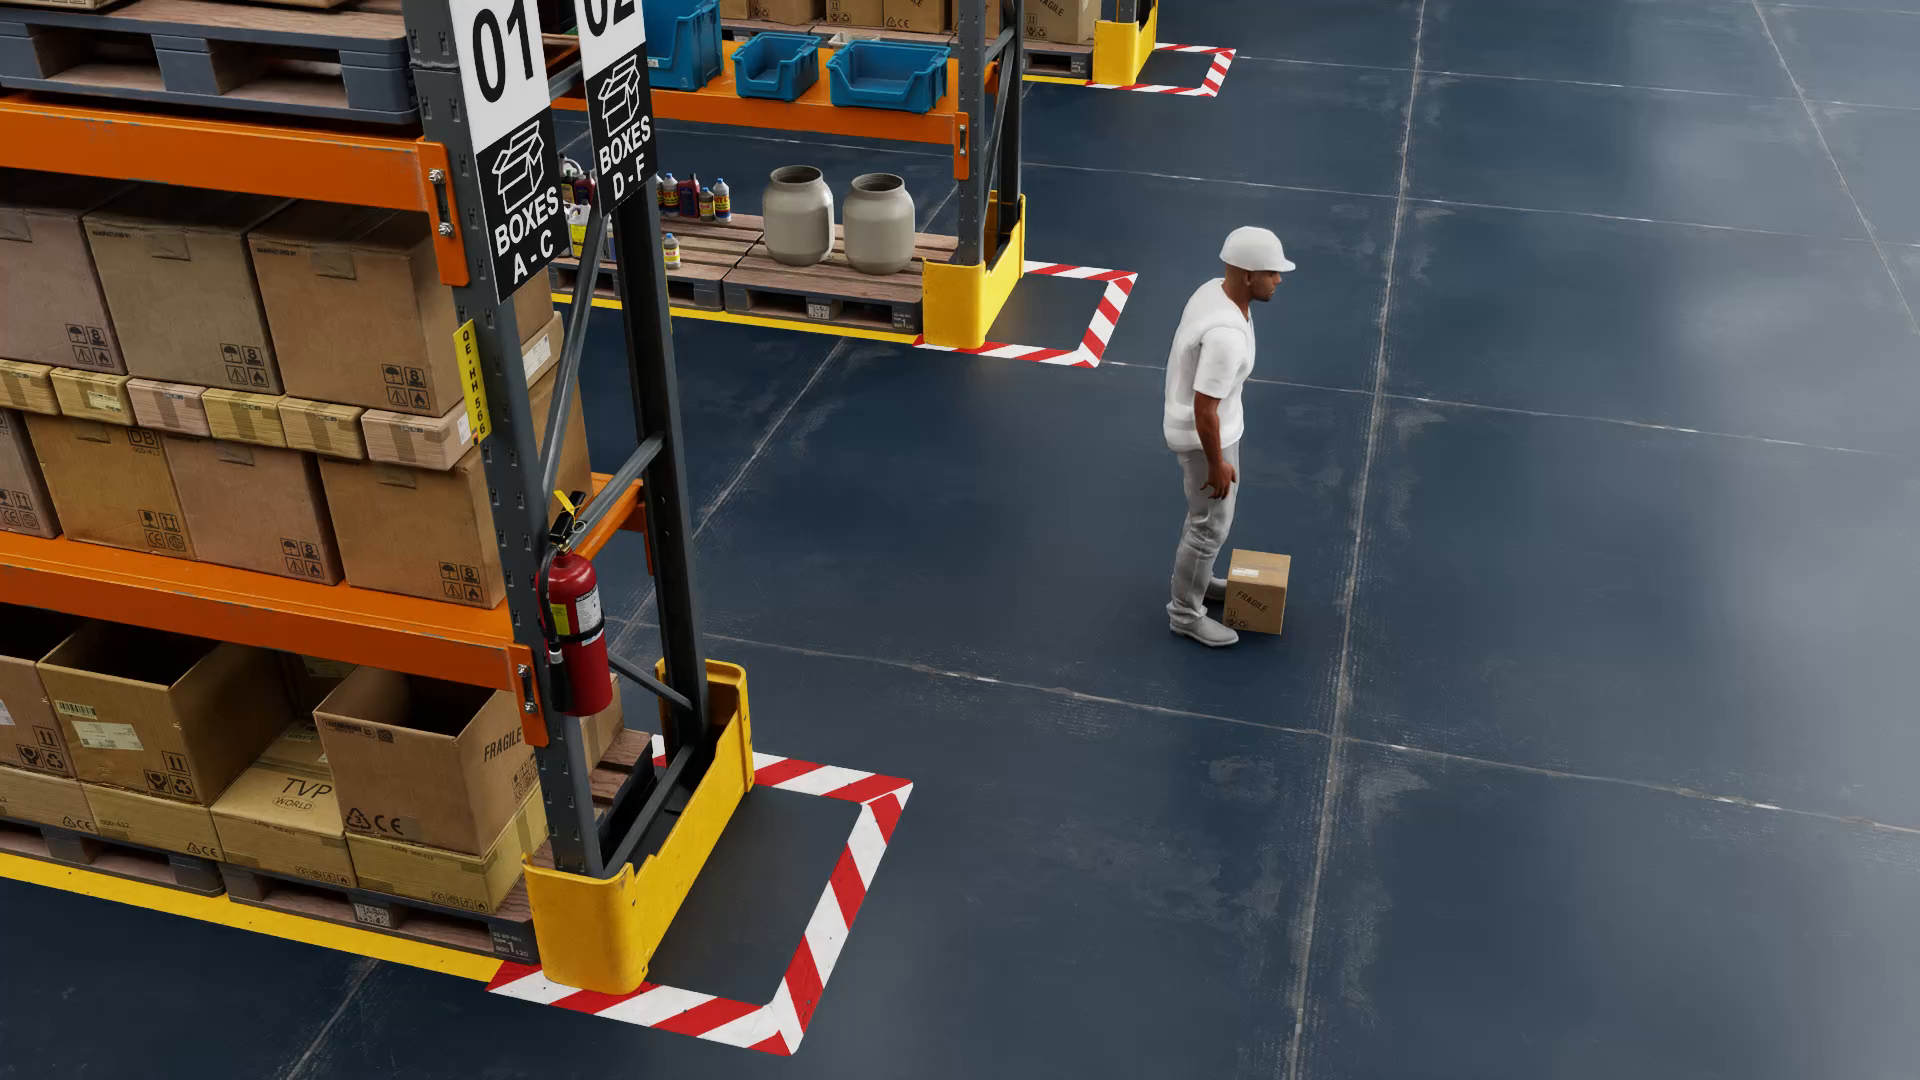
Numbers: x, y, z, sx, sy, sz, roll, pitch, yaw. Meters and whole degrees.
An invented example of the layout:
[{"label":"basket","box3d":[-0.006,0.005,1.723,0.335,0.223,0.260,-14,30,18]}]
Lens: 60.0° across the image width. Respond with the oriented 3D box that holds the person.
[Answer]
[{"label":"person","box3d":[1.060,-0.443,6.815,0.462,1.759,0.633,6,33,9]}]
